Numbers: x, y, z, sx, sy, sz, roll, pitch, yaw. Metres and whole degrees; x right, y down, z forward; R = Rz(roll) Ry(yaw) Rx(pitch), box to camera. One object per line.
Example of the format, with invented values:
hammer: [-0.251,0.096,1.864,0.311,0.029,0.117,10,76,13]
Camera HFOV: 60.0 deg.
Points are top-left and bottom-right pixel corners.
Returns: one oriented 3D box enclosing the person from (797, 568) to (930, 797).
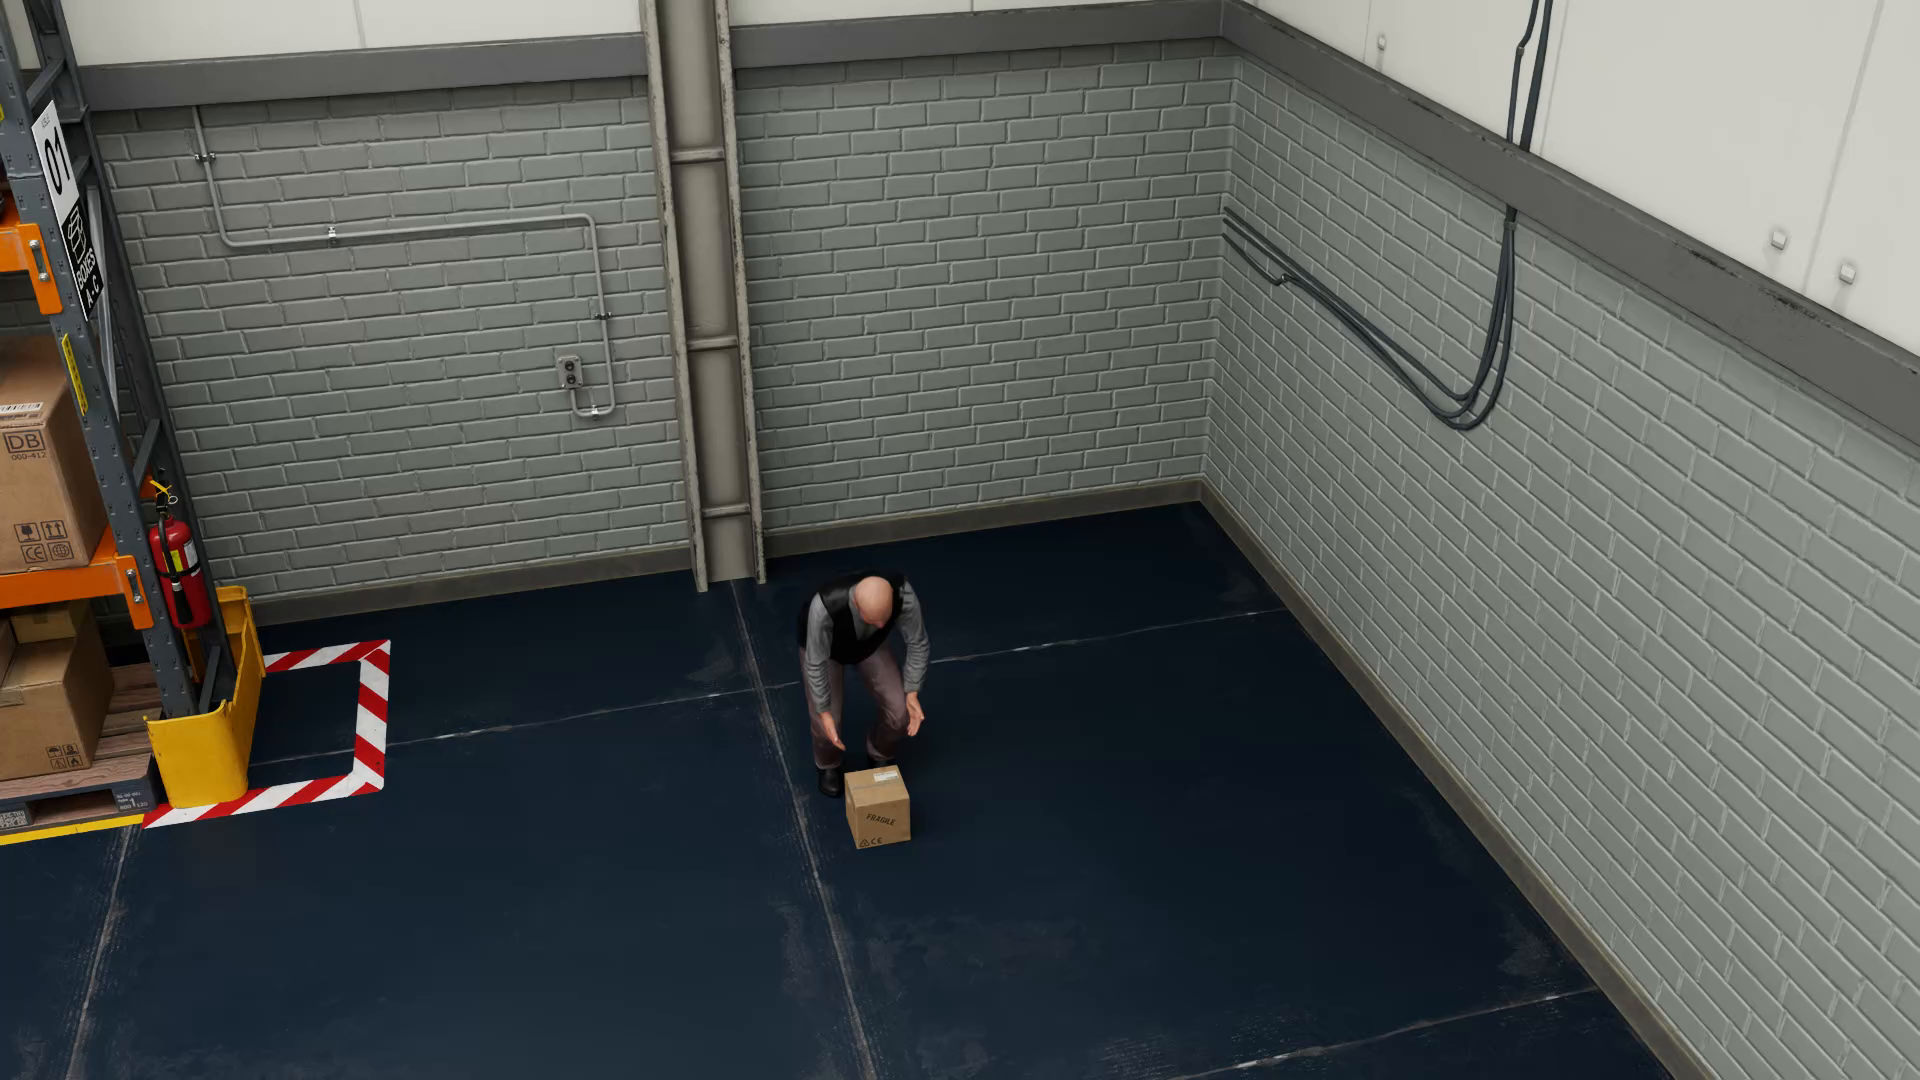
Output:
person: [-0.454,0.587,7.691,0.587,1.285,0.771,-8,31,-13]
